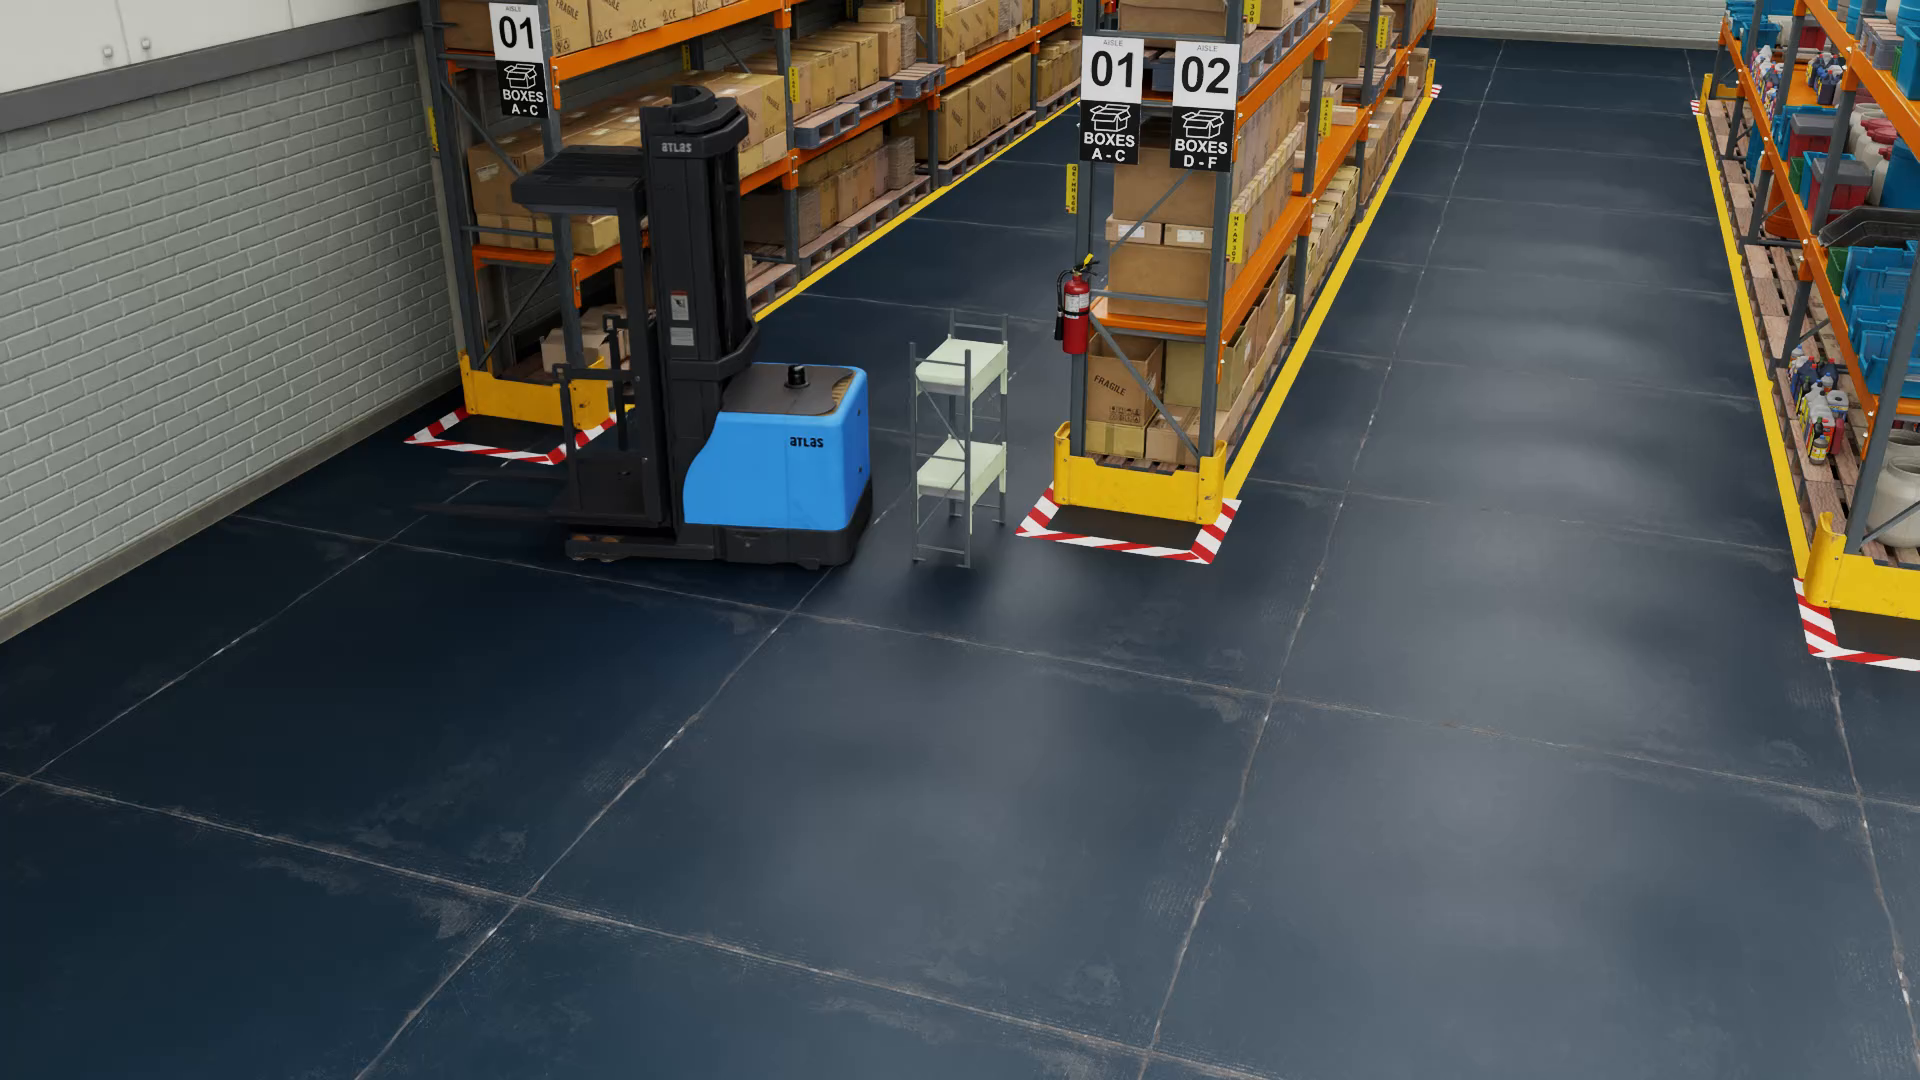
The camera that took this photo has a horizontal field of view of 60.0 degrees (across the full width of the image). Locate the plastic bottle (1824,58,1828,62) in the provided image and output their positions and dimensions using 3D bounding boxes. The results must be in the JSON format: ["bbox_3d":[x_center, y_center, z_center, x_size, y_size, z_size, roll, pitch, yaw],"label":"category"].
[{"bbox_3d":[9.975,-5.409,19.121,0.152,0.276,0.135,9,27,17],"label":"plastic bottle"}]

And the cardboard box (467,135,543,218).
[{"bbox_3d":[-3.456,-2.832,12.946,0.500,0.500,0.500,8,27,17],"label":"cardboard box"}]

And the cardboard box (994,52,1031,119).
[{"bbox_3d":[0.487,-6.196,22.589,0.750,0.750,0.750,9,27,18],"label":"cardboard box"}]

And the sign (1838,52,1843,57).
[{"bbox_3d":[10.442,-5.867,19.609,0.100,0.325,0.005,9,27,17],"label":"sign"}]

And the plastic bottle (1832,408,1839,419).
[{"bbox_3d":[6.464,-0.875,12.321,0.097,0.201,0.097,0,26,0],"label":"plastic bottle"}]

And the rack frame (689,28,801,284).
[{"bbox_3d":[-2.081,-3.973,16.013,1.000,3.000,0.127,9,27,17],"label":"rack frame"}]

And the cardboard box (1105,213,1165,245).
[{"bbox_3d":[1.208,-2.134,11.355,0.380,0.149,0.250,8,27,17],"label":"cardboard box"}]

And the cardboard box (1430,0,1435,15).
[{"bbox_3d":[6.523,-7.795,23.792,0.500,0.500,0.500,9,27,18],"label":"cardboard box"}]

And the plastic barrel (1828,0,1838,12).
[{"bbox_3d":[7.661,-4.890,13.889,0.600,0.901,0.708,9,27,17],"label":"plastic barrel"}]

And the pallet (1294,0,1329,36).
[{"bbox_3d":[2.332,-4.212,13.166,1.003,0.211,1.213,9,27,17],"label":"pallet"}]

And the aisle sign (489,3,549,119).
[{"bbox_3d":[-3.153,-3.426,11.900,0.394,0.787,0.004,9,27,17],"label":"aisle sign"}]

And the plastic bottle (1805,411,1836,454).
[{"bbox_3d":[6.238,-0.782,12.044,0.152,0.276,0.135,9,27,18],"label":"plastic bottle"}]

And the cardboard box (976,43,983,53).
[{"bbox_3d":[0.078,-6.246,20.973,0.380,0.149,0.250,9,27,18],"label":"cardboard box"}]

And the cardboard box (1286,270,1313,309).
[{"bbox_3d":[2.959,-2.337,15.308,0.500,0.250,0.500,8,27,16],"label":"cardboard box"}]

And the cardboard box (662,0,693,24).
[{"bbox_3d":[-2.526,-4.487,13.495,0.500,0.500,0.500,10,28,21],"label":"cardboard box"}]

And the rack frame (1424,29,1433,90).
[{"bbox_3d":[6.585,-8.187,24.717,1.000,3.000,0.127,9,27,17],"label":"rack frame"}]

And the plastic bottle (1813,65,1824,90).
[{"bbox_3d":[9.684,-5.210,18.716,0.097,0.271,0.097,0,26,0],"label":"plastic bottle"}]

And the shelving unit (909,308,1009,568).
[{"bbox_3d":[-0.002,-0.672,10.917,0.431,1.500,0.755,9,27,17],"label":"shelving unit"}]

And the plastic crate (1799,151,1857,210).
[{"bbox_3d":[7.335,-3.027,14.078,0.392,0.384,0.575,9,27,17],"label":"plastic crate"}]

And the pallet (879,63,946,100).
[{"bbox_3d":[-0.887,-5.222,18.813,1.213,0.211,1.003,9,27,17],"label":"pallet"}]

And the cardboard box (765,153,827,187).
[{"bbox_3d":[-1.709,-3.869,17.303,0.500,0.250,0.500,8,27,16],"label":"cardboard box"}]

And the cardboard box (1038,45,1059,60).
[{"bbox_3d":[1.213,-7.023,23.955,0.380,0.149,0.250,10,27,19],"label":"cardboard box"}]

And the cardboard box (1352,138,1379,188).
[{"bbox_3d":[4.512,-4.334,19.123,0.500,0.500,0.500,8,27,16],"label":"cardboard box"}]

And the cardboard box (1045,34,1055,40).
[{"bbox_3d":[1.206,-7.517,24.975,0.380,0.149,0.250,9,27,18],"label":"cardboard box"}]

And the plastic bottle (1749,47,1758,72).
[{"bbox_3d":[9.399,-5.682,19.677,0.061,0.283,0.133,9,27,17],"label":"plastic bottle"}]

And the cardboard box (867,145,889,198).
[{"bbox_3d":[-1.222,-4.191,18.828,0.700,0.500,0.500,9,27,17],"label":"cardboard box"}]

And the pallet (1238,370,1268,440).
[{"bbox_3d":[1.883,-1.177,13.438,1.003,0.211,1.213,9,27,17],"label":"pallet"}]

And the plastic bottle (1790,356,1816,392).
[{"bbox_3d":[6.660,-1.304,13.121,0.152,0.276,0.135,10,27,19],"label":"plastic bottle"}]

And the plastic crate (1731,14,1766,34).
[{"bbox_3d":[10.424,-6.824,22.025,0.416,0.233,0.300,9,27,17],"label":"plastic crate"}]

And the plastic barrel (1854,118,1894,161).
[{"bbox_3d":[8.175,-3.438,14.752,0.433,0.535,0.433,0,26,0],"label":"plastic barrel"}]

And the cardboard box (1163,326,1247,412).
[{"bbox_3d":[1.813,-1.295,12.295,0.500,0.500,0.500,9,27,17],"label":"cardboard box"}]

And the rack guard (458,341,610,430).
[{"bbox_3d":[-3.387,-1.235,13.227,1.175,0.500,0.348,9,27,17],"label":"rack guard"}]

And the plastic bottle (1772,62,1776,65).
[{"bbox_3d":[9.412,-5.438,19.268,0.097,0.201,0.097,0,26,0],"label":"plastic bottle"}]

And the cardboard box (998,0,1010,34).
[{"bbox_3d":[0.329,-6.805,21.385,0.500,0.500,0.500,9,27,18],"label":"cardboard box"}]

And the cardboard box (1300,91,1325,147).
[{"bbox_3d":[3.204,-4.036,16.030,0.500,0.500,0.500,9,27,18],"label":"cardboard box"}]

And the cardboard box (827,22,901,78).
[{"bbox_3d":[-1.058,-5.431,18.406,0.700,0.500,0.500,6,27,13],"label":"cardboard box"}]

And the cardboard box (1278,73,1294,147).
[{"bbox_3d":[2.283,-3.494,13.420,0.700,0.500,0.500,9,27,17],"label":"cardboard box"}]

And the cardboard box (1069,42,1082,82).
[{"bbox_3d":[1.440,-7.253,25.175,0.700,0.500,0.500,8,27,16],"label":"cardboard box"}]

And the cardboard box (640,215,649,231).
[{"bbox_3d":[-2.791,-2.640,13.410,0.500,0.250,0.500,8,27,16],"label":"cardboard box"}]

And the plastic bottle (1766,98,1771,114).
[{"bbox_3d":[8.554,-4.578,17.491,0.097,0.201,0.097,0,26,0],"label":"plastic bottle"}]

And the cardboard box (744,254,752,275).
[{"bbox_3d":[-2.231,-2.671,16.071,0.380,0.166,0.250,5,26,11],"label":"cardboard box"}]

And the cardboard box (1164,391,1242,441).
[{"bbox_3d":[1.811,-0.958,12.459,0.500,0.250,0.500,9,27,17],"label":"cardboard box"}]

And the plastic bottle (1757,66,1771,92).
[{"bbox_3d":[9.025,-5.157,18.601,0.152,0.276,0.135,9,27,17],"label":"plastic bottle"}]

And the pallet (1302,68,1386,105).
[{"bbox_3d":[4.082,-5.102,18.565,1.213,0.211,1.003,9,27,17],"label":"pallet"}]

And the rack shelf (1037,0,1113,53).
[{"bbox_3d":[1.247,-7.758,24.657,1.077,0.370,4.000,9,27,17],"label":"rack shelf"}]

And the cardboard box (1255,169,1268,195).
[{"bbox_3d":[2.106,-2.710,12.547,0.380,0.149,0.250,9,27,18],"label":"cardboard box"}]

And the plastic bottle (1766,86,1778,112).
[{"bbox_3d":[8.587,-4.649,17.558,0.097,0.271,0.097,0,26,0],"label":"plastic bottle"}]

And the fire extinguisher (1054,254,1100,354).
[{"bbox_3d":[0.783,-1.596,11.193,0.296,0.674,0.183,9,27,17],"label":"fire extinguisher"}]

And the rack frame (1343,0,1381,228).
[{"bbox_3d":[3.922,-4.900,17.927,1.000,3.000,0.127,9,27,17],"label":"rack frame"}]

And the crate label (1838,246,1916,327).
[{"bbox_3d":[6.288,-1.704,11.286,0.502,0.435,0.616,9,27,17],"label":"crate label"}]

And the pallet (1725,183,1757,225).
[{"bbox_3d":[9.223,-3.754,18.762,1.003,0.211,1.213,9,27,17],"label":"pallet"}]

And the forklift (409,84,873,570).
[{"bbox_3d":[-2.166,-1.395,10.768,3.031,2.935,1.130,3,26,7],"label":"forklift"}]

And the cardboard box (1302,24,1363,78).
[{"bbox_3d":[4.026,-5.409,18.382,0.700,0.500,0.500,0,26,0],"label":"cardboard box"}]

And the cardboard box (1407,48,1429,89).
[{"bbox_3d":[6.636,-7.001,24.631,0.500,0.500,0.500,9,27,17],"label":"cardboard box"}]

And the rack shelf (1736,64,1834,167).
[{"bbox_3d":[9.258,-4.678,18.295,1.077,0.370,4.000,9,27,17],"label":"rack shelf"}]
